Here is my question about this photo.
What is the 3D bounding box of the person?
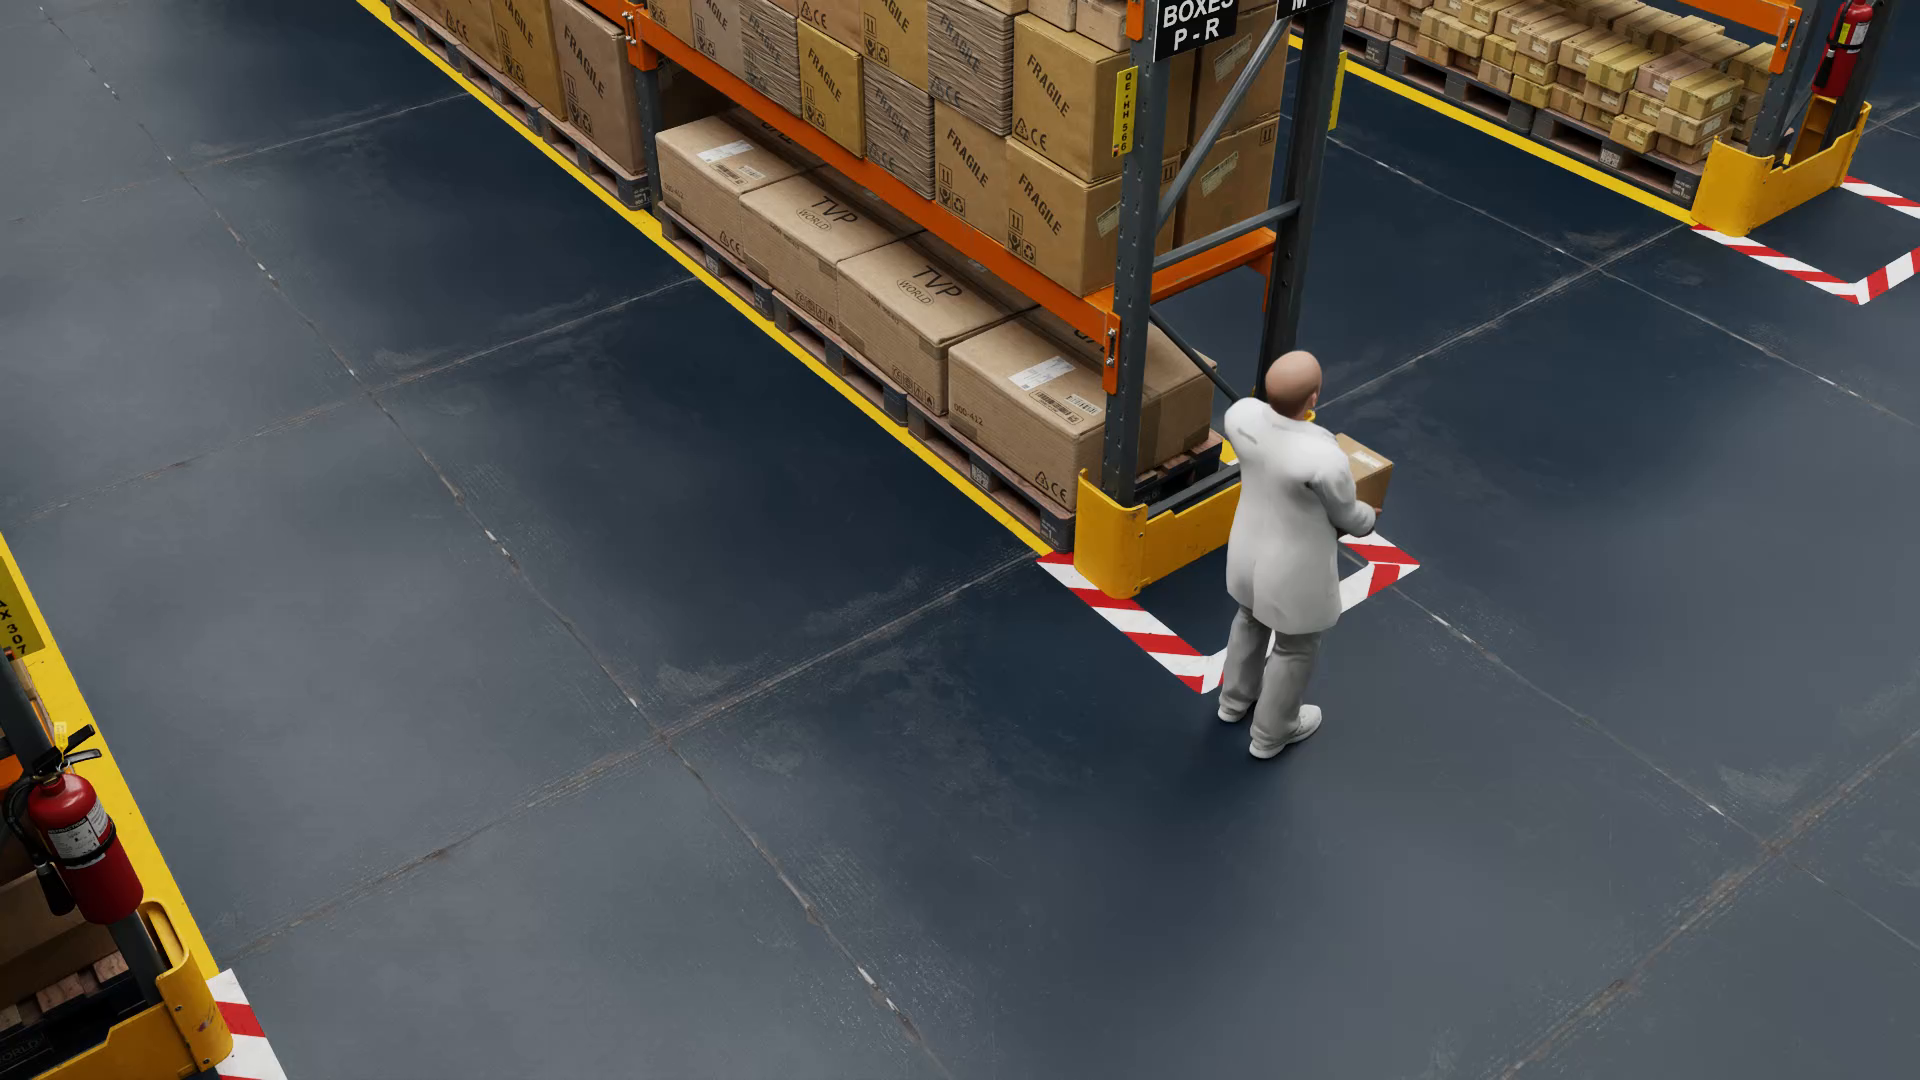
[{"bbox_3d":[1.257,0.007,6.164,0.558,1.774,0.528,-28,47,-30],"label":"person"}]
